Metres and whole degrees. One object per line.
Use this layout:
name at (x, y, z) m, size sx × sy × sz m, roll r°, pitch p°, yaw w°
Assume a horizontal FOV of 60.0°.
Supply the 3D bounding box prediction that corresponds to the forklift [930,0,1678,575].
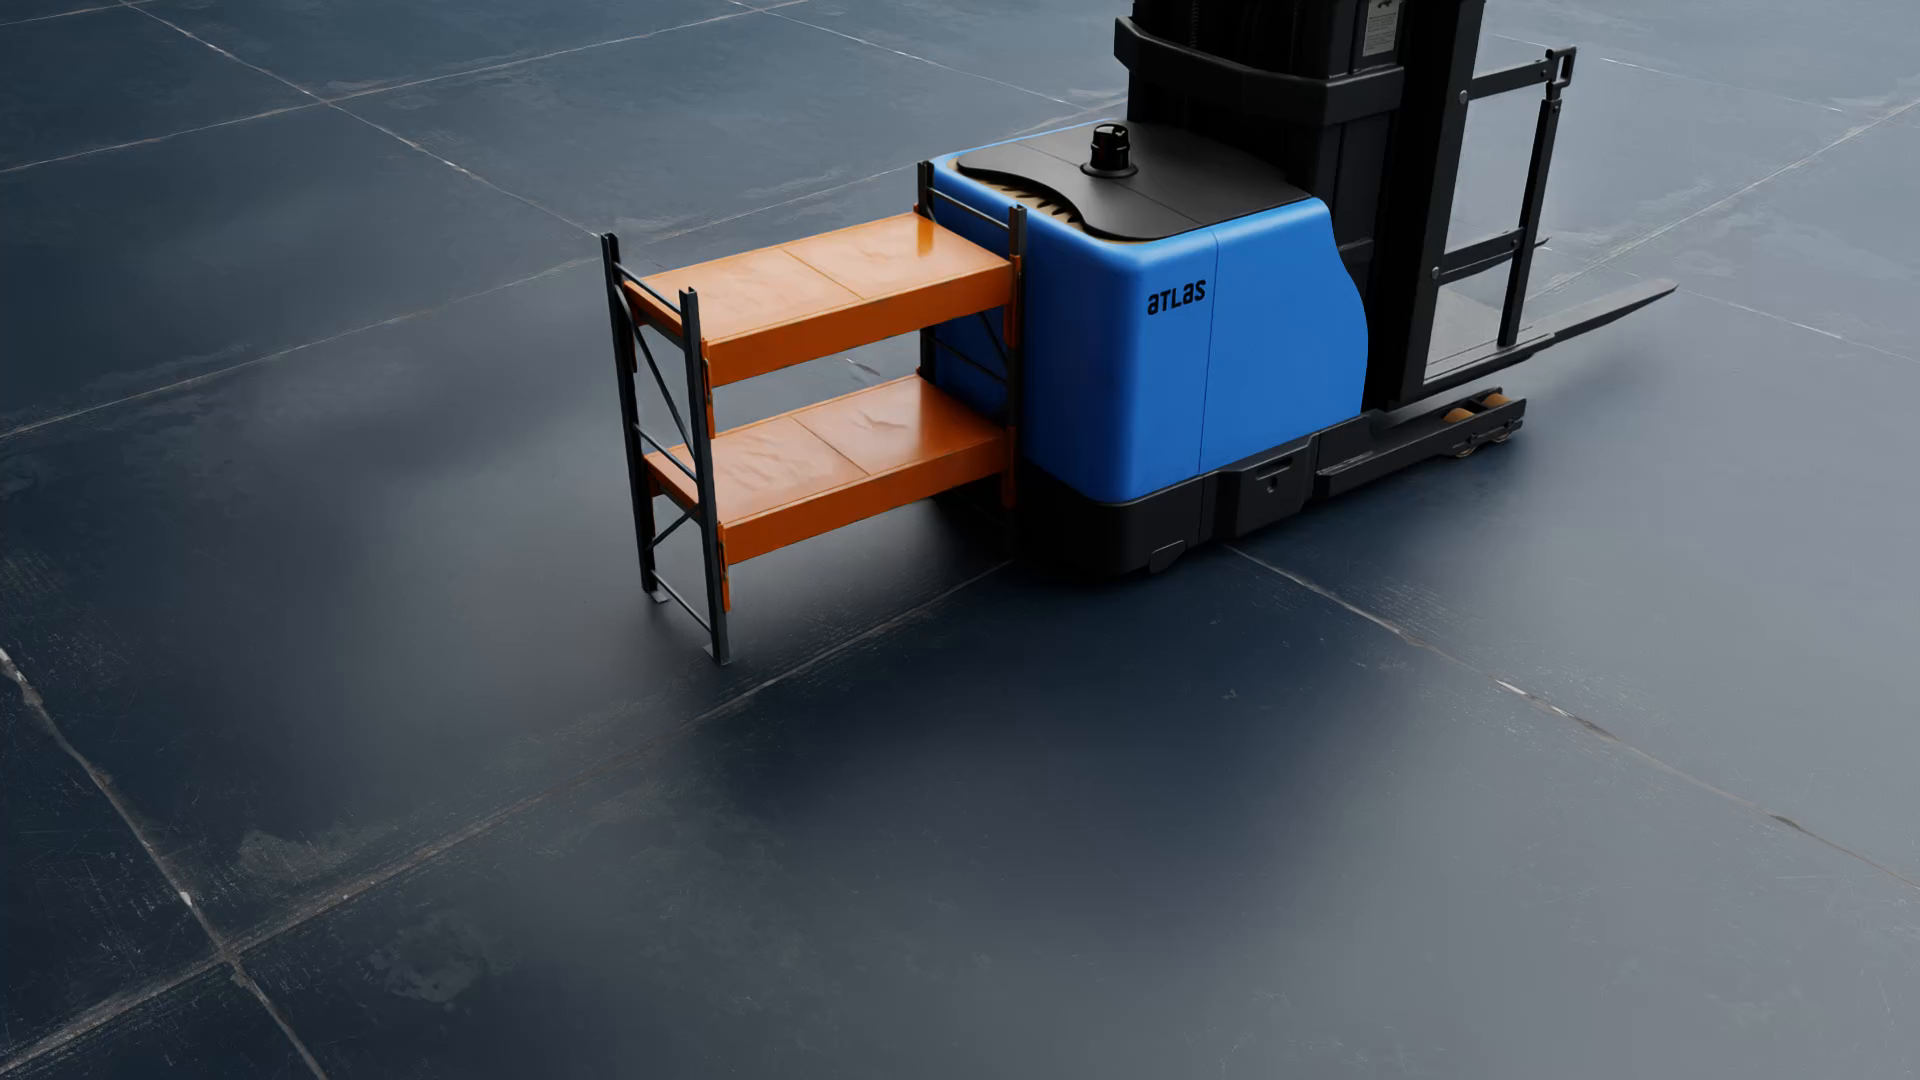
forklift at (1.355, -1.739, 5.284) m, size 3.031 × 2.935 × 1.130 m, roll -20°, pitch 37°, yaw -29°

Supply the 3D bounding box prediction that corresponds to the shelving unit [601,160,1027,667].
shelving unit at (-0.386, -0.386, 4.804) m, size 1.048 × 1.125 × 0.538 m, roll -20°, pitch 37°, yaw -29°

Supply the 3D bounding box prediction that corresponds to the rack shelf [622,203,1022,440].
rack shelf at (-0.386, -0.636, 4.651) m, size 1.000 × 0.278 × 0.538 m, roll -20°, pitch 37°, yaw -29°

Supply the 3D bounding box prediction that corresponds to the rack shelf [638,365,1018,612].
rack shelf at (-0.386, -0.178, 4.931) m, size 1.000 × 0.278 × 0.538 m, roll -20°, pitch 37°, yaw -29°

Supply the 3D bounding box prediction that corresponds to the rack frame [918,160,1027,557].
rack frame at (0.030, -0.539, 5.053) m, size 0.032 × 1.125 × 0.500 m, roll -20°, pitch 37°, yaw -29°

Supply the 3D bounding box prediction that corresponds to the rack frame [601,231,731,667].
rack frame at (-0.802, -0.234, 4.554) m, size 0.032 × 1.125 × 0.500 m, roll -20°, pitch 37°, yaw -29°
